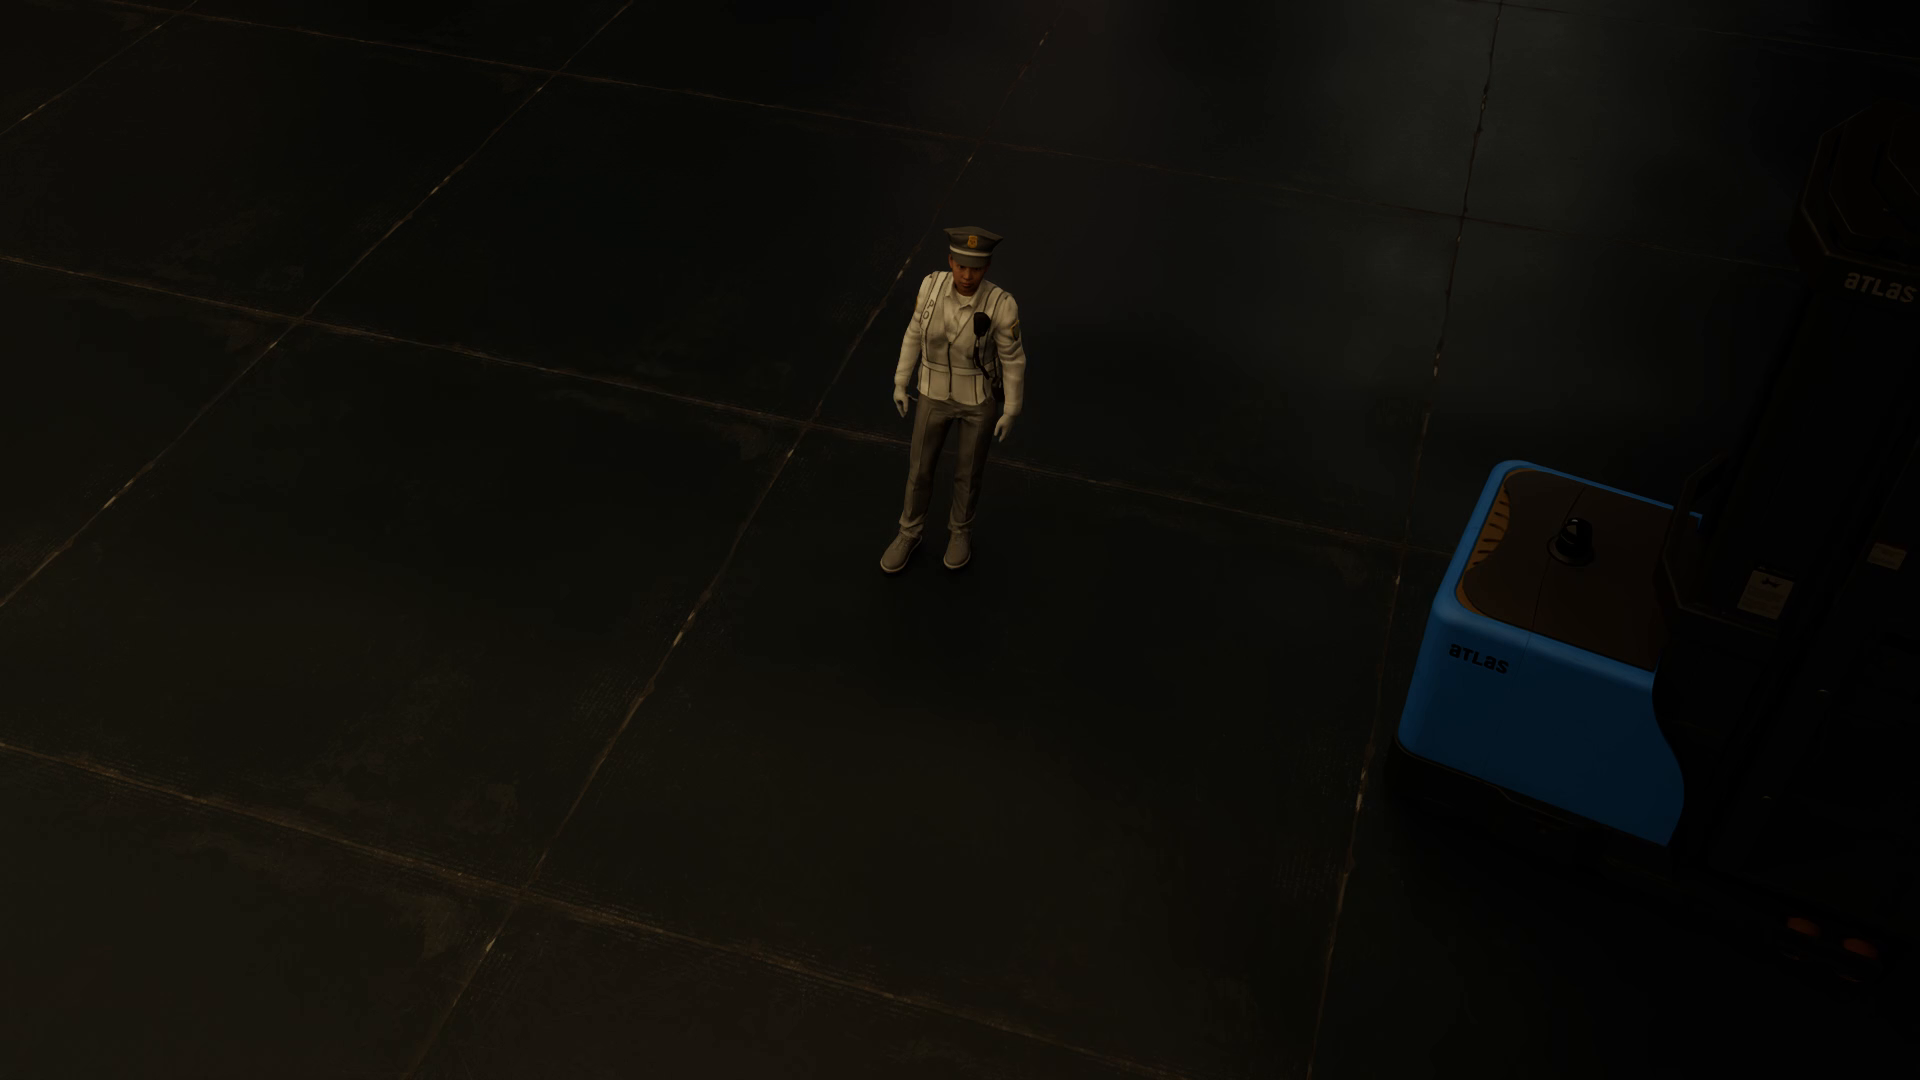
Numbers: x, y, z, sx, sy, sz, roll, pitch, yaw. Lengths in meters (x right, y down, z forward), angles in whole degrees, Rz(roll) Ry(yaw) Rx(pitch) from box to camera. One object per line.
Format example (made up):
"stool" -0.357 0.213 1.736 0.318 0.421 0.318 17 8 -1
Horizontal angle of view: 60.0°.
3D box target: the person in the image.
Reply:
"person" -0.026 -0.584 7.213 0.587 1.696 0.534 12 44 13

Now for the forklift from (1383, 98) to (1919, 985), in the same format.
"forklift" 3.256 0.129 5.551 3.031 2.935 1.130 20 46 20
